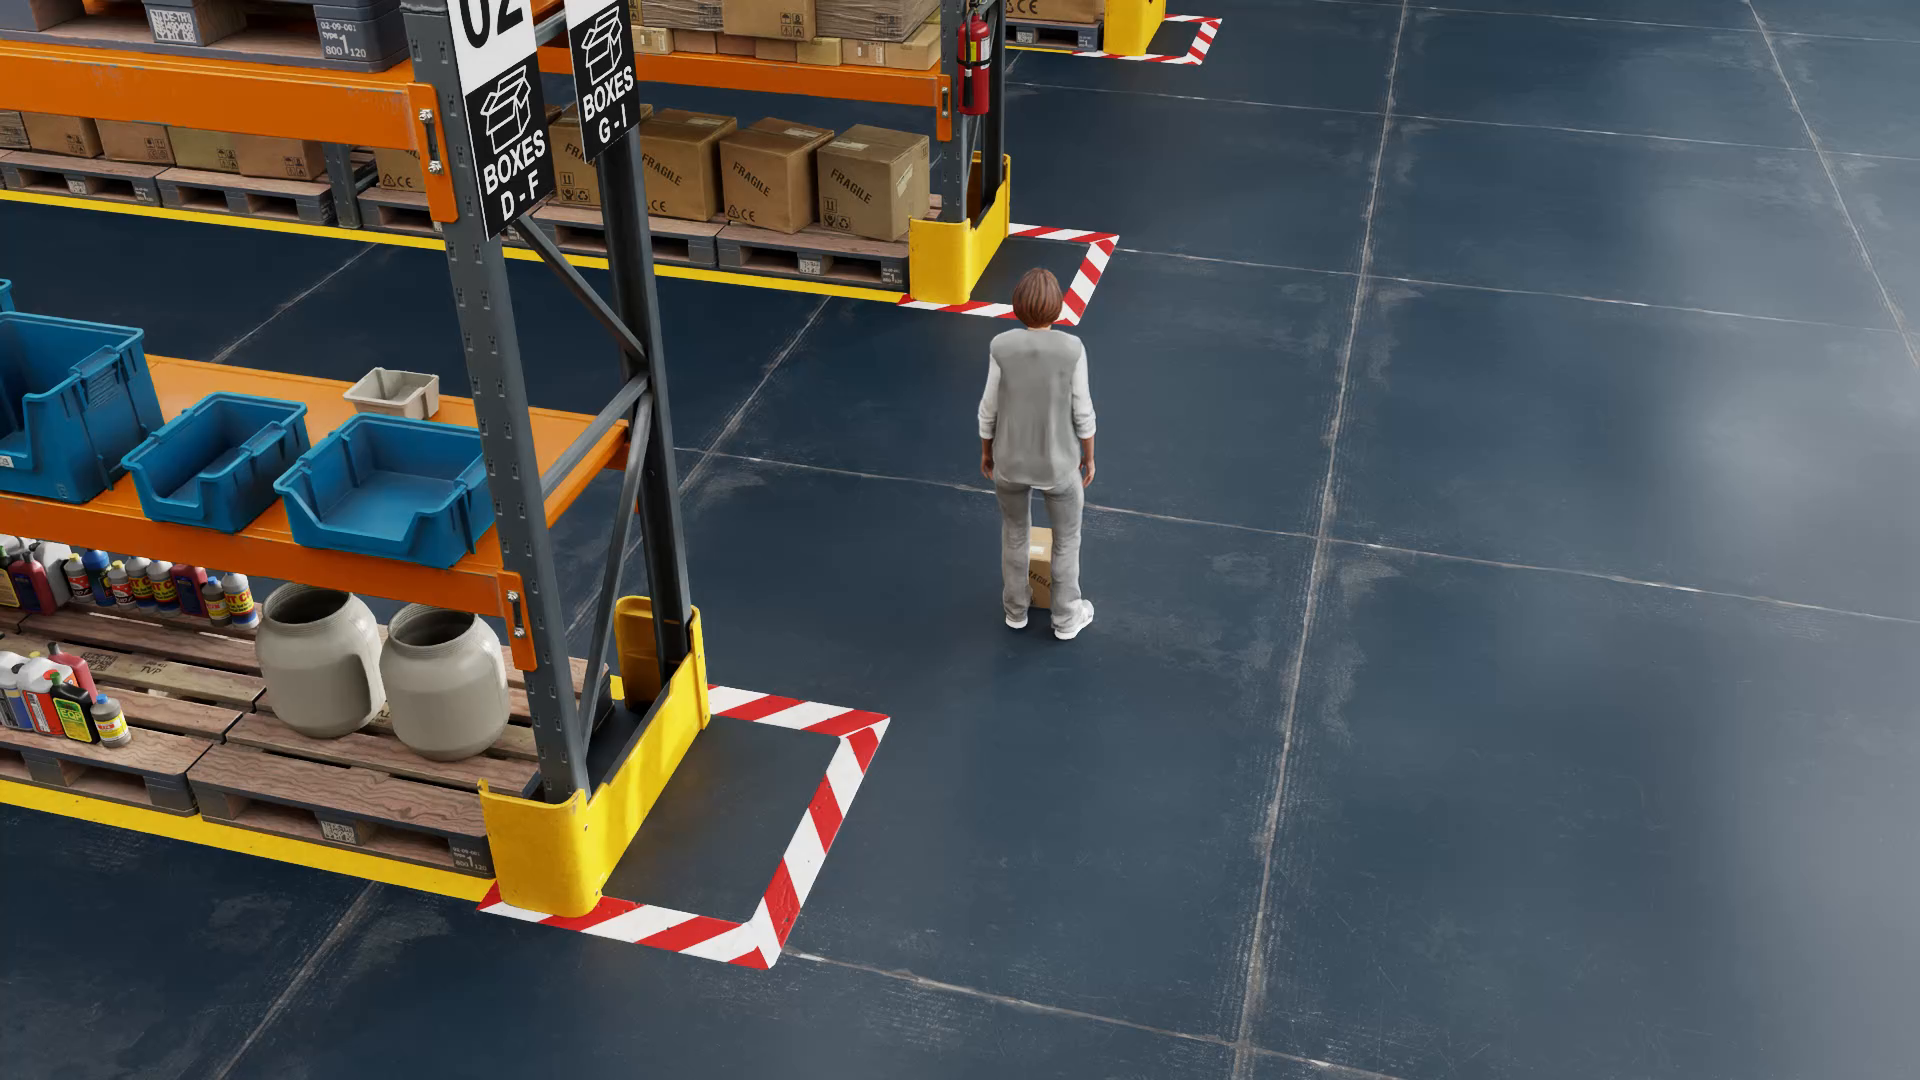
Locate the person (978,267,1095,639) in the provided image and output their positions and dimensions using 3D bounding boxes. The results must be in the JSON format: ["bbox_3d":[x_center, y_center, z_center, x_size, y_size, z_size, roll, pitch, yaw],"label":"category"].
[{"bbox_3d":[0.315,-0.315,6.631,0.483,1.592,0.377,6,34,9],"label":"person"}]
